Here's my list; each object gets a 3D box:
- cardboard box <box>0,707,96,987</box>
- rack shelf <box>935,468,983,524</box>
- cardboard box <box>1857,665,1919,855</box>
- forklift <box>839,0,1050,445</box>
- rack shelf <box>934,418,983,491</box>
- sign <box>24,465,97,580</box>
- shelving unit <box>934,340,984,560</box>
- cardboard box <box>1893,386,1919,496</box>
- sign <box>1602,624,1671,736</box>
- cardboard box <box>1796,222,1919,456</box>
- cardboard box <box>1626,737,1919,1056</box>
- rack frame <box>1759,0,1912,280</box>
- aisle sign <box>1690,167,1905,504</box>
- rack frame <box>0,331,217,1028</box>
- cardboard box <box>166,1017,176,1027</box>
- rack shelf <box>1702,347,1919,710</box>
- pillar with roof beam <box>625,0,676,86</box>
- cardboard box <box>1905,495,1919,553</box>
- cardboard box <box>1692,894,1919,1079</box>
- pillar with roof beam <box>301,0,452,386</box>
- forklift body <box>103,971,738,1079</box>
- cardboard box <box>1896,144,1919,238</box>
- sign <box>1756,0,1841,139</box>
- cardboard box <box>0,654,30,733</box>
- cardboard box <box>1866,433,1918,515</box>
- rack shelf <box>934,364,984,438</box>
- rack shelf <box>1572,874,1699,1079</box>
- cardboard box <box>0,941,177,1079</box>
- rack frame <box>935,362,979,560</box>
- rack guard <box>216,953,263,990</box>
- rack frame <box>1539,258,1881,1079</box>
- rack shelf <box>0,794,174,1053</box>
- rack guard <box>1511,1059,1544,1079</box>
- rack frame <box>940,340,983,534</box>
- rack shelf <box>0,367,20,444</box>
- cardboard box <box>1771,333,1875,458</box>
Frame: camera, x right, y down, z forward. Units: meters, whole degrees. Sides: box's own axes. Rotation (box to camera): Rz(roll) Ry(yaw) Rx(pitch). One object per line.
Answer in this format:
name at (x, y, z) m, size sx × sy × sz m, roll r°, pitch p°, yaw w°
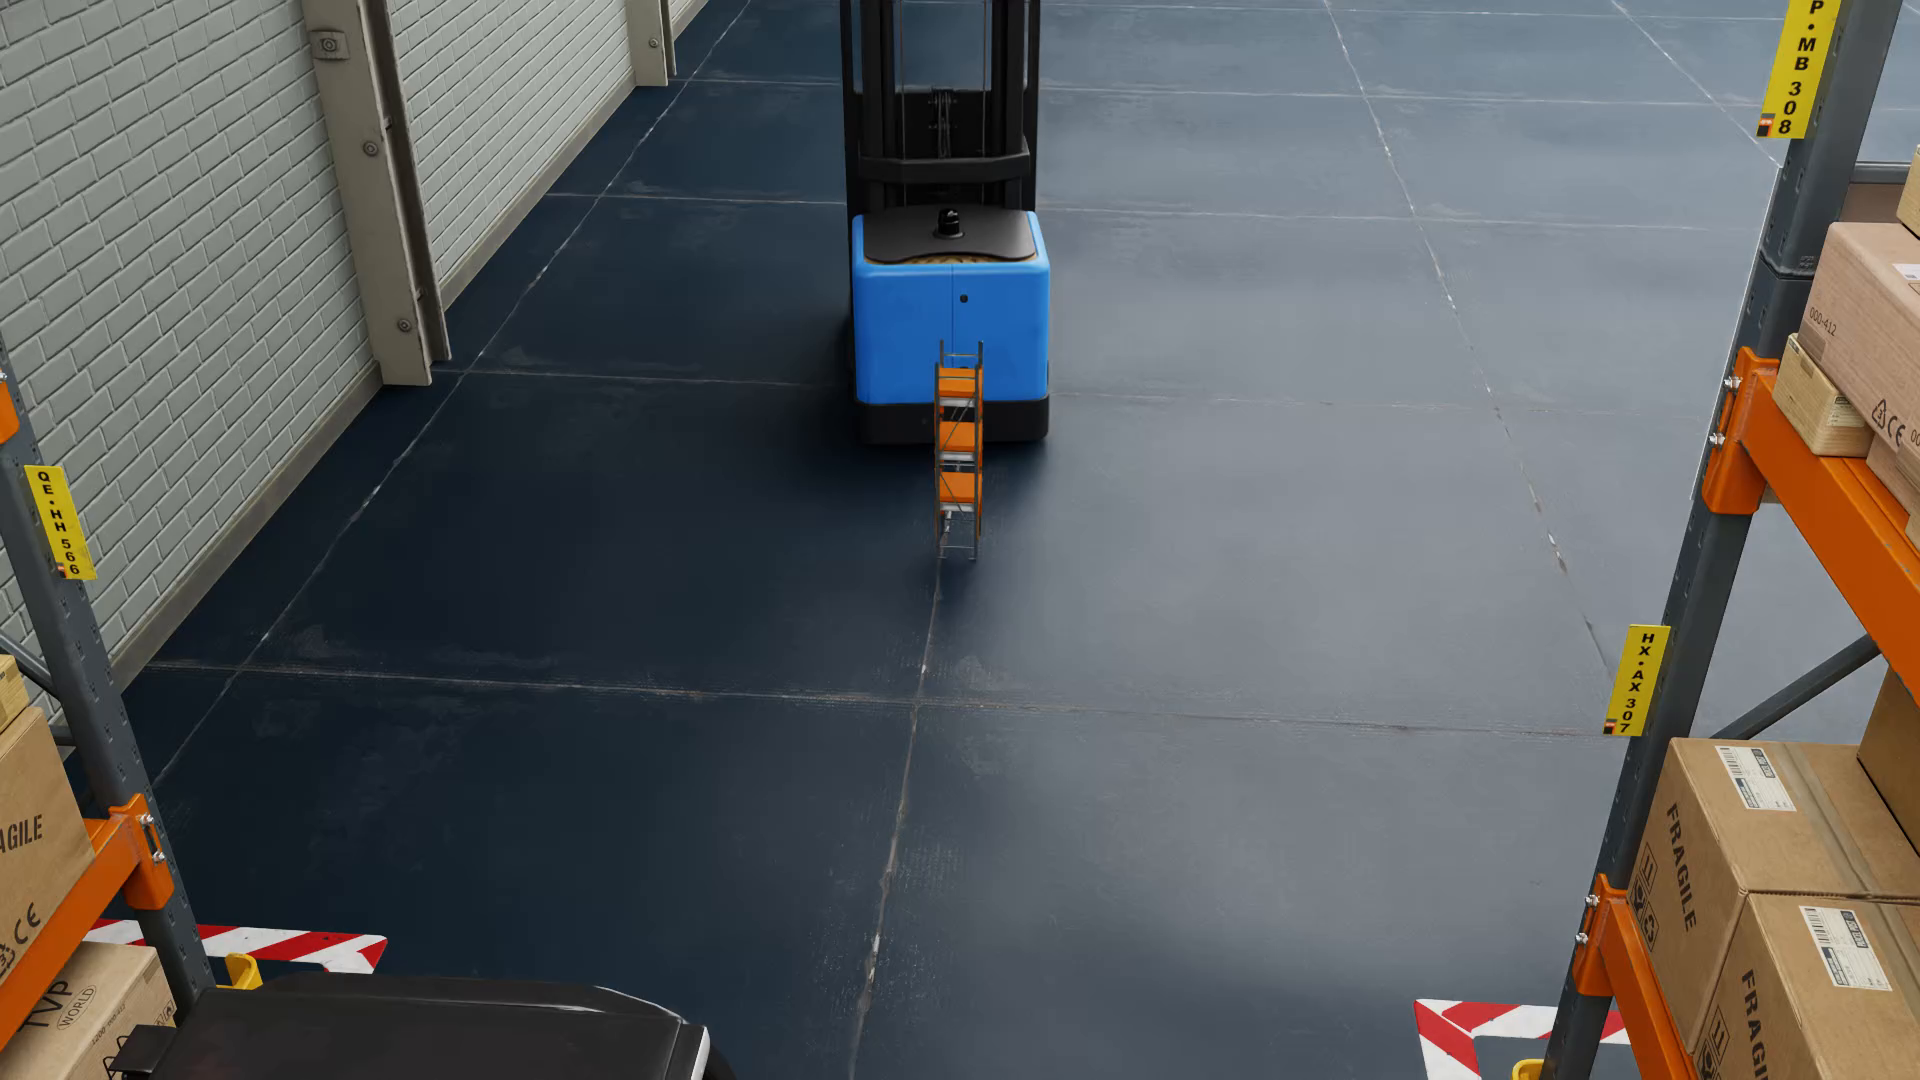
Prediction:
cardboard box at (-2.551, 0.749, 4.080) m, size 0.500 × 0.500 × 0.500 m, roll 2°, pitch 32°, yaw 3°
rack shelf at (-0.004, -0.173, 8.081) m, size 0.215 × 0.259 × 0.240 m, roll 2°, pitch 32°, yaw 4°
cardboard box at (2.351, 0.415, 3.386) m, size 0.700 × 0.500 × 0.500 m, roll 2°, pitch 32°, yaw 3°
forklift at (-0.123, -2.504, 9.519) m, size 1.130 × 2.935 × 3.031 m, roll -2°, pitch 32°, yaw -3°
rack shelf at (-0.004, -0.410, 7.935) m, size 0.215 × 0.259 × 0.240 m, roll 2°, pitch 32°, yaw 4°
sign at (-2.233, -0.040, 4.127) m, size 0.100 × 0.325 × 0.005 m, roll 2°, pitch 32°, yaw 4°
shelving unit at (-0.004, -0.419, 7.929) m, size 0.215 × 1.050 × 0.252 m, roll 2°, pitch 32°, yaw 4°
cardboard box at (1.817, -0.092, 2.541) m, size 0.500 × 0.250 × 0.500 m, roll 2°, pitch 32°, yaw 3°
sign at (1.634, 0.342, 4.012) m, size 0.100 × 0.325 × 0.005 m, roll 2°, pitch 32°, yaw 4°
cardboard box at (1.868, -0.355, 2.967) m, size 0.500 × 0.250 × 0.500 m, roll 2°, pitch 32°, yaw 3°
cardboard box at (1.860, 0.800, 3.714) m, size 0.500 × 0.500 × 0.500 m, roll 2°, pitch 32°, yaw 3°
rack frame at (2.175, -1.821, 2.627) m, size 1.000 × 3.000 × 0.127 m, roll 2°, pitch 32°, yaw 4°
aisle sign at (1.871, -0.419, 3.593) m, size 0.394 × 0.787 × 0.004 m, roll 2°, pitch 32°, yaw 4°
rack frame at (-2.770, 0.523, 4.542) m, size 0.949 × 2.616 × 0.053 m, roll 2°, pitch 32°, yaw 4°
cardboard box at (-2.501, 1.570, 4.587) m, size 0.500 × 0.250 × 0.500 m, roll 2°, pitch 32°, yaw 3°
rack shelf at (2.012, 0.808, 1.906) m, size 1.077 × 0.370 × 4.000 m, roll 2°, pitch 32°, yaw 4°
pillar with roof beam at (1.540, -7.796, 12.323) m, size 9.100 × 9.000 × 0.400 m, roll 2°, pitch 32°, yaw 4°
cardboard box at (1.836, 0.001, 2.770) m, size 0.380 × 0.149 × 0.250 m, roll 3°, pitch 32°, yaw 5°
cardboard box at (1.821, 1.071, 3.275) m, size 0.500 × 0.500 × 0.500 m, roll 3°, pitch 32°, yaw 5°
pillar with roof beam at (1.051, -4.659, 7.232) m, size 9.100 × 9.000 × 0.400 m, roll 2°, pitch 32°, yaw 4°
forklift body at (-1.109, 1.954, 3.029) m, size 2.313 × 2.155 × 1.214 m, roll 2°, pitch 32°, yaw 4°
cardboard box at (1.942, -0.599, 2.984) m, size 0.380 × 0.149 × 0.250 m, roll 2°, pitch 32°, yaw 4°
sign at (1.634, -0.939, 3.222) m, size 0.100 × 0.325 × 0.005 m, roll 2°, pitch 32°, yaw 4°
cardboard box at (-2.522, 0.398, 4.032) m, size 0.380 × 0.149 × 0.250 m, roll 3°, pitch 32°, yaw 5°
cardboard box at (1.892, -0.136, 2.992) m, size 0.380 × 0.149 × 0.250 m, roll 1°, pitch 32°, yaw 2°
rack shelf at (-0.004, -0.652, 7.786) m, size 0.215 × 0.259 × 0.240 m, roll 2°, pitch 32°, yaw 4°
rack shelf at (2.012, 2.085, 2.693) m, size 1.077 × 0.370 × 4.000 m, roll 2°, pitch 32°, yaw 4°
cardboard box at (-2.500, 1.343, 4.479) m, size 0.500 × 0.250 × 0.500 m, roll 3°, pitch 32°, yaw 6°
rack frame at (-0.014, -0.355, 7.826) m, size 0.200 × 1.050 × 0.008 m, roll 2°, pitch 32°, yaw 4°
rack guard at (-2.771, 1.575, 5.218) m, size 1.175 × 0.500 × 0.348 m, roll 2°, pitch 32°, yaw 4°
rack frame at (2.175, 0.733, 4.201) m, size 1.000 × 3.000 × 0.127 m, roll 2°, pitch 32°, yaw 4°
rack shelf at (-2.936, 1.875, 3.034) m, size 1.077 × 0.370 × 4.000 m, roll 2°, pitch 32°, yaw 4°
rack guard at (2.168, 1.837, 4.793) m, size 1.175 × 0.500 × 0.348 m, roll 2°, pitch 32°, yaw 4°
rack frame at (0.006, -0.483, 8.033) m, size 0.200 × 1.050 × 0.008 m, roll 2°, pitch 32°, yaw 4°
rack shelf at (-2.936, 0.598, 2.247) m, size 1.077 × 0.370 × 4.000 m, roll 2°, pitch 32°, yaw 4°
cardboard box at (1.824, -0.277, 3.221) m, size 0.380 × 0.149 × 0.250 m, roll 2°, pitch 32°, yaw 4°
